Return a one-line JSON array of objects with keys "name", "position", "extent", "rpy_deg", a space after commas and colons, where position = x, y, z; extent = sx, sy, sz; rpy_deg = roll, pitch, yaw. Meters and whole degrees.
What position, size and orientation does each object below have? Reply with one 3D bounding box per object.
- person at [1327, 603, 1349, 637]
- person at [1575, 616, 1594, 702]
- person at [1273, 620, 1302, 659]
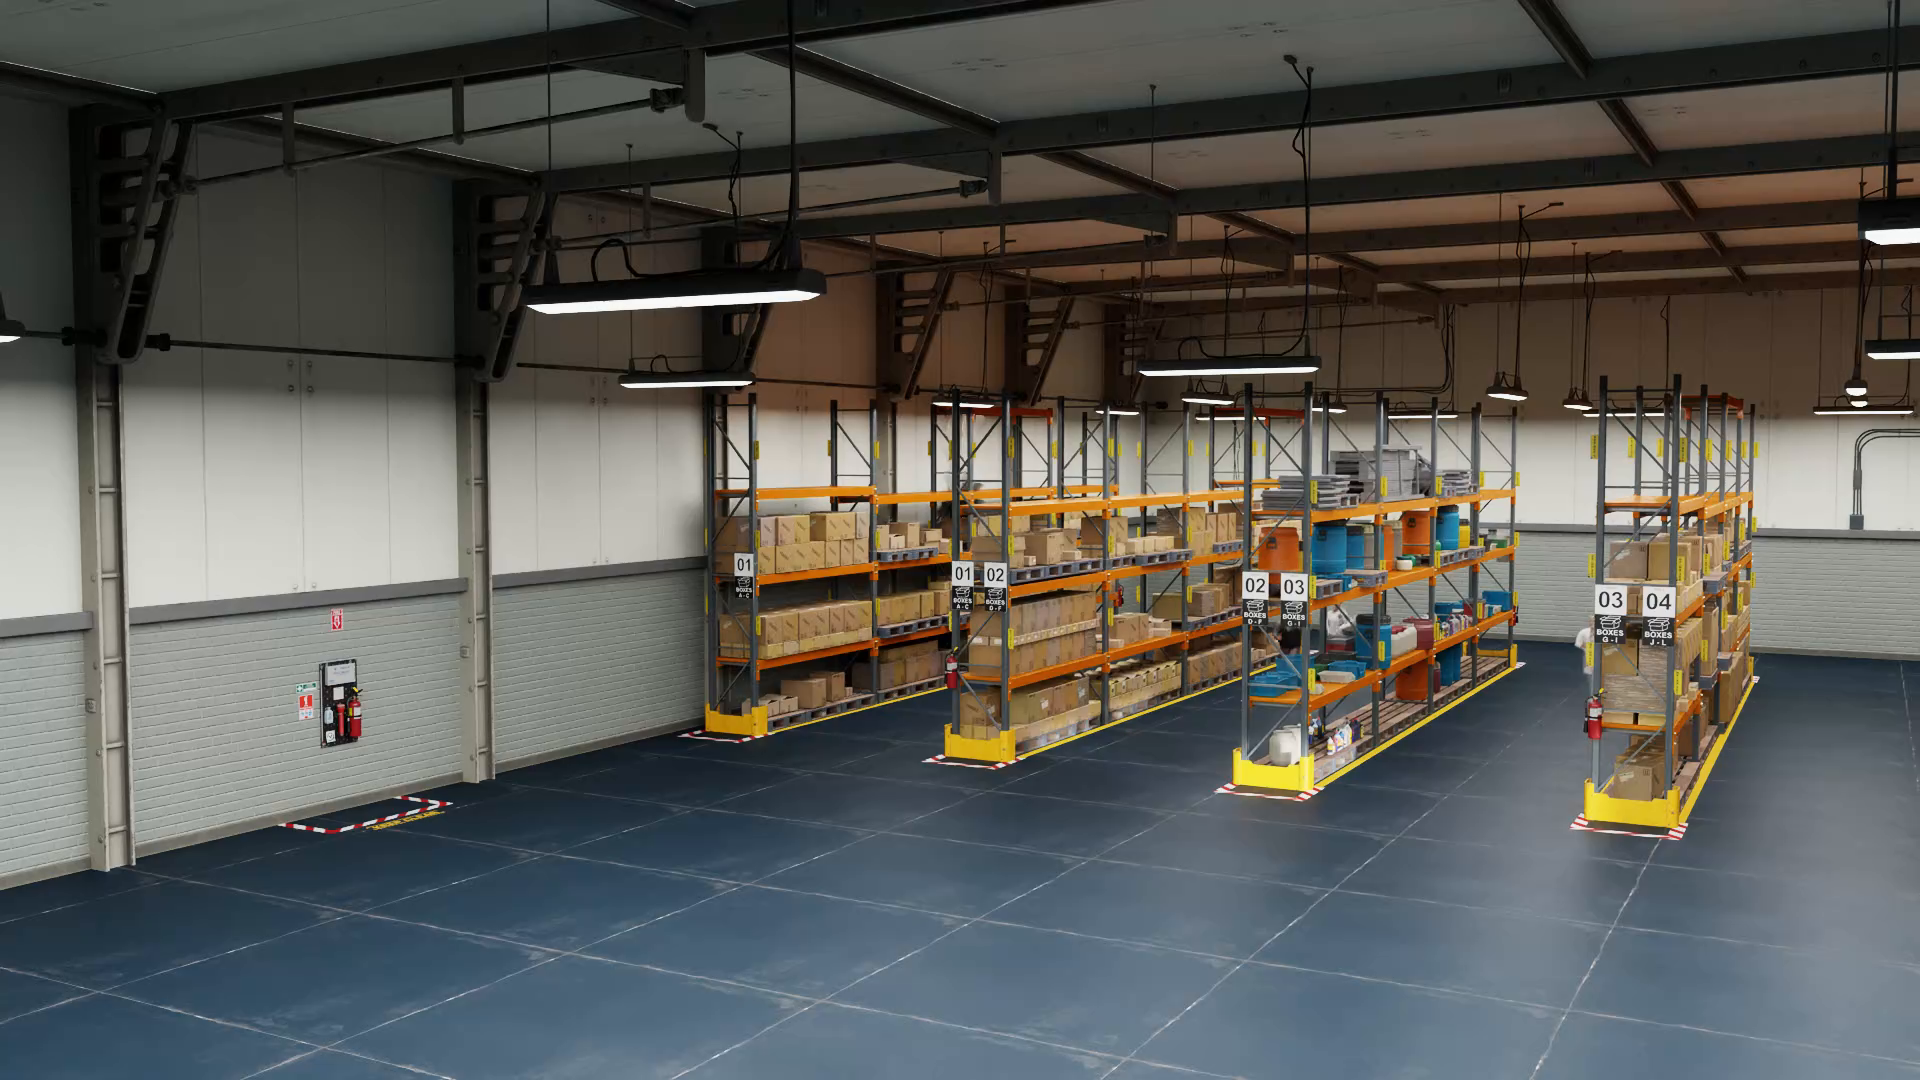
[{"name": "person", "position": [8.552, 2.141, 37.850], "extent": [0.577, 1.638, 0.647], "rpy_deg": [1, 3, 20]}, {"name": "person", "position": [12.337, 2.385, 32.250], "extent": [0.733, 1.833, 0.984], "rpy_deg": [2, 4, 38]}, {"name": "person", "position": [6.866, 2.292, 34.645], "extent": [0.690, 1.769, 0.895], "rpy_deg": [1, 3, 19]}]
